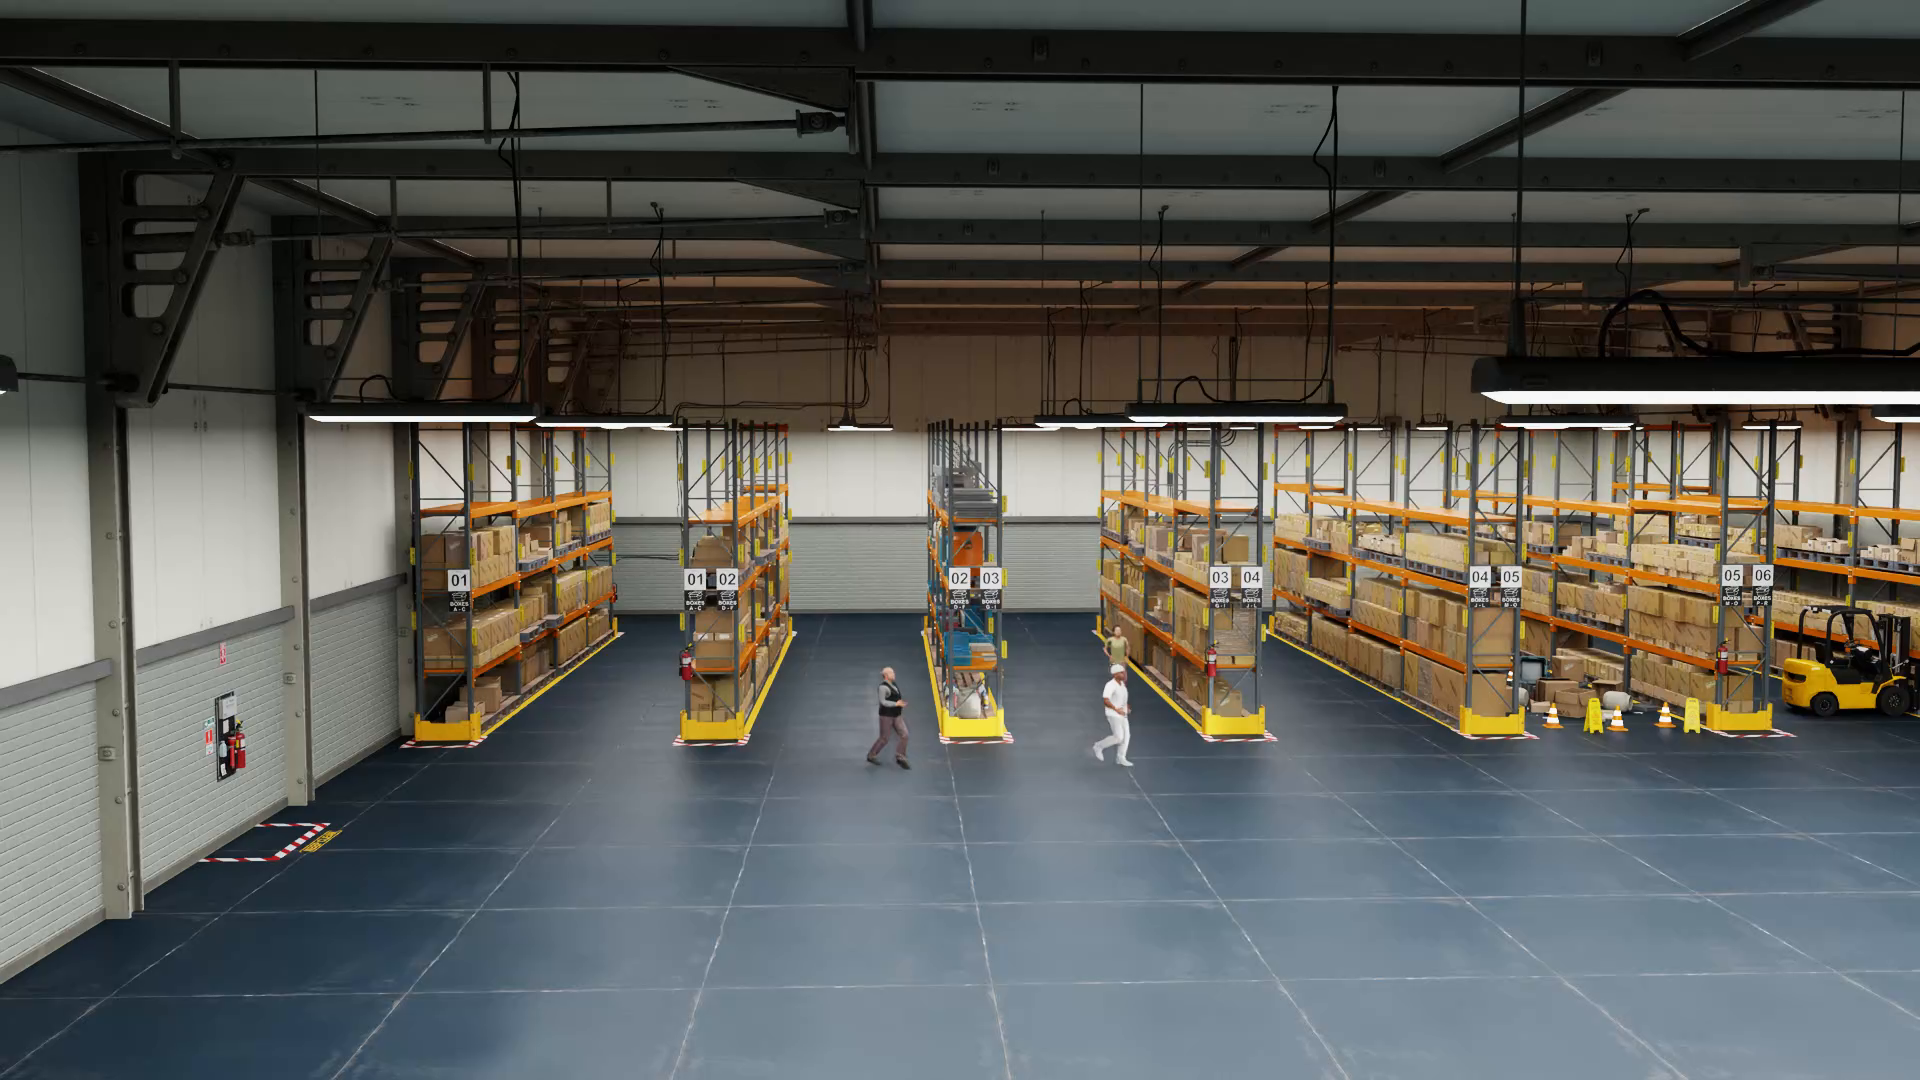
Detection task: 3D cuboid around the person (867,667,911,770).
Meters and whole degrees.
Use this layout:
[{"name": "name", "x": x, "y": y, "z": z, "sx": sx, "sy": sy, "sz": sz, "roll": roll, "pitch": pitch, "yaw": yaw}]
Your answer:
[{"name": "person", "x": -1.224, "y": 3.054, "z": 28.424, "sx": 0.768, "sy": 1.773, "sz": 0.662, "roll": 2, "pitch": 4, "yaw": 26}]

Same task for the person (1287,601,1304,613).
[{"name": "person", "x": 9.911, "y": 1.691, "z": 48.768, "sx": 0.897, "sy": 1.819, "sz": 0.671, "roll": -1, "pitch": 4, "yaw": -14}]

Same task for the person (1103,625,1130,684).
[{"name": "person", "x": 3.357, "y": 2.631, "z": 35.569, "sx": 0.587, "sy": 1.635, "sz": 0.528, "roll": 0, "pitch": 4, "yaw": -4}]

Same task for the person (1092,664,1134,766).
[{"name": "person", "x": 2.670, "y": 3.017, "z": 28.741, "sx": 0.720, "sy": 1.754, "sz": 0.726, "roll": 2, "pitch": 4, "yaw": 27}]
